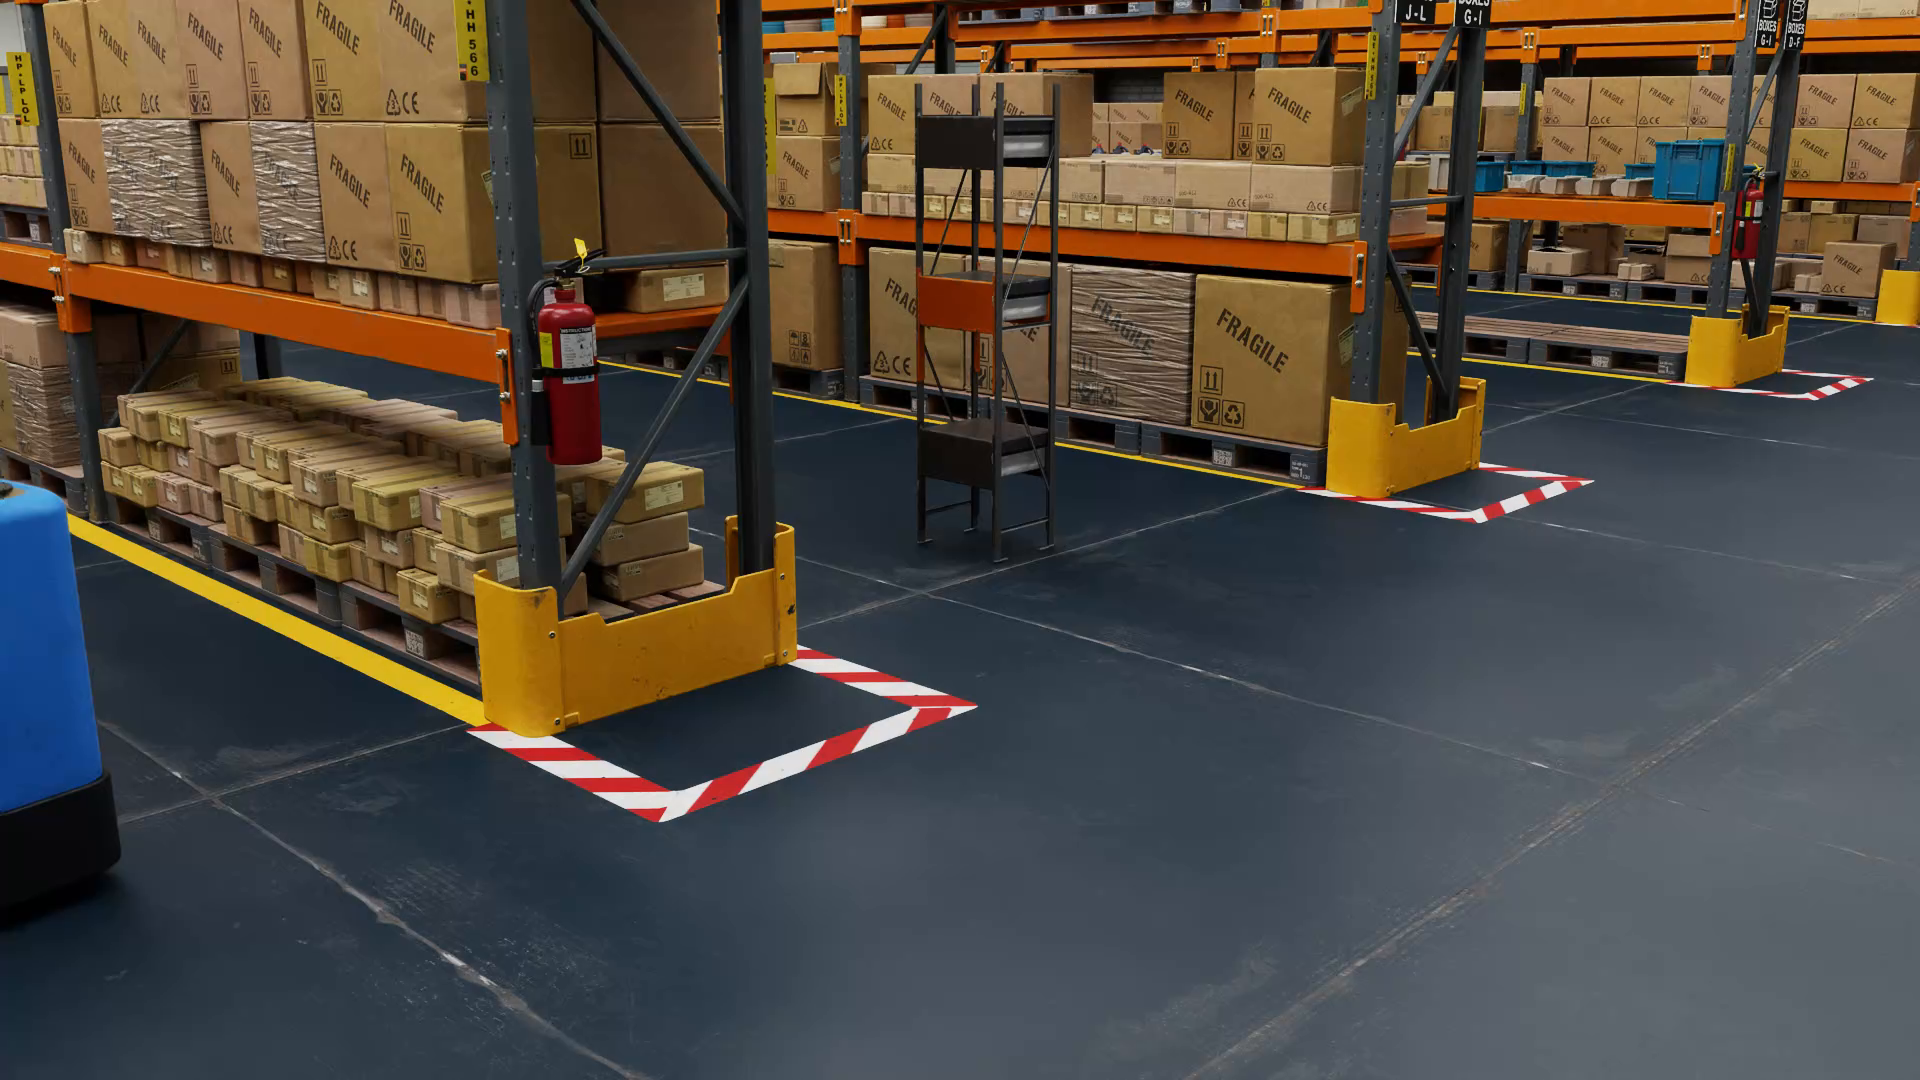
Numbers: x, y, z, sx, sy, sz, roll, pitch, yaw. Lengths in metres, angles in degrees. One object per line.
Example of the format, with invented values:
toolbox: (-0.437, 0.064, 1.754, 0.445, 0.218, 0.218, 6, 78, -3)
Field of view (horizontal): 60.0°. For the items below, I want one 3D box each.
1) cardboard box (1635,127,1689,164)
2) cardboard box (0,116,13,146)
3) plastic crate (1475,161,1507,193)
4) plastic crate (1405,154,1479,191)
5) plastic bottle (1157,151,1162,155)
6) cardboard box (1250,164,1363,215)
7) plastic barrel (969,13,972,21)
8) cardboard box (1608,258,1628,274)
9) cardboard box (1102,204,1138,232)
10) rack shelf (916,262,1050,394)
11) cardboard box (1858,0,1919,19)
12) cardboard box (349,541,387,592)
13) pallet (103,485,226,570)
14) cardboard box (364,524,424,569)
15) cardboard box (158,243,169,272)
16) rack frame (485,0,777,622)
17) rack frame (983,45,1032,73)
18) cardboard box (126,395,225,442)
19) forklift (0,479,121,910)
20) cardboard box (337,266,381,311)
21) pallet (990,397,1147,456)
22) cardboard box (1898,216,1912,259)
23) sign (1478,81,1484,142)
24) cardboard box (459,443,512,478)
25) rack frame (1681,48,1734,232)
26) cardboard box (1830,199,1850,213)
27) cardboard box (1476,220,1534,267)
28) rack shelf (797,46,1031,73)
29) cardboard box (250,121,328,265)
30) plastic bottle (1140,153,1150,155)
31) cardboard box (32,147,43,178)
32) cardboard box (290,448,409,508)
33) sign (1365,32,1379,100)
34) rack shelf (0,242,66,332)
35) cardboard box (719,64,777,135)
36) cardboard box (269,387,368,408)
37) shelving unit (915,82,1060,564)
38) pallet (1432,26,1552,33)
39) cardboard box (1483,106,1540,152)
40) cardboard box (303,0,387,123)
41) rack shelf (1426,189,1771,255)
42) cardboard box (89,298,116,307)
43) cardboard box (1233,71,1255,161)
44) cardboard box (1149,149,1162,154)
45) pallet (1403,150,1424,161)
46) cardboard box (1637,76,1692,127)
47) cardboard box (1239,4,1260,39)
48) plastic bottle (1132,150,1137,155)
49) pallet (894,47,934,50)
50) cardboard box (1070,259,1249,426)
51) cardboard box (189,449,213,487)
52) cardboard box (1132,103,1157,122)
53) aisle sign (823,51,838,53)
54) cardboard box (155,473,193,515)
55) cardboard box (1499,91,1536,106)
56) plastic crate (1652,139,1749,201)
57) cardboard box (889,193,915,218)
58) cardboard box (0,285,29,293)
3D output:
cardboard box: (7.365, -4.032, 17.259, 0.500, 0.500, 0.500, 14, 20, 42)
cardboard box: (-4.740, -2.116, 8.590, 0.250, 0.149, 0.380, 13, 19, 40)
plastic crate: (4.240, -2.962, 13.563, 0.300, 0.233, 0.416, 14, 20, 42)
plastic crate: (3.988, -3.072, 13.889, 0.530, 0.282, 0.437, 14, 20, 42)
plastic bottle: (1.980, -3.734, 16.568, 0.097, 0.271, 0.097, 0, 15, 0)
cardboard box: (1.925, -1.910, 9.020, 0.500, 0.250, 0.500, 13, 20, 41)
plastic barrel: (0.126, -5.717, 17.752, 0.421, 0.512, 0.421, 0, 15, 0)
cardboard box: (7.376, -3.030, 18.392, 0.250, 0.149, 0.380, 14, 20, 42)
cardboard box: (1.050, -1.907, 9.799, 0.250, 0.149, 0.380, 14, 20, 42)
rack shelf: (0.119, -0.974, 7.560, 0.480, 0.518, 0.431, 14, 20, 42)
cardboard box: (8.784, -5.020, 15.599, 0.500, 0.250, 0.500, 14, 20, 42)
cardboard box: (-2.153, 0.073, 6.522, 0.250, 0.149, 0.380, 14, 20, 43)
pallet: (-3.429, -0.159, 8.123, 1.213, 0.211, 1.003, 14, 20, 42)
cardboard box: (-2.010, -0.018, 6.284, 0.250, 0.149, 0.380, 13, 19, 40)
cardboard box: (-3.302, -1.271, 7.360, 0.250, 0.149, 0.380, 13, 19, 40)
rack frame: (-1.057, -0.919, 5.511, 0.127, 3.000, 1.000, 14, 20, 42)
rack frame: (0.699, -5.699, 23.857, 0.127, 3.000, 1.000, 14, 20, 42)
cardboard box: (-3.675, -0.574, 7.827, 0.380, 0.149, 0.250, -13, 20, -41)
forklift: (-3.734, -0.605, 4.442, 3.031, 2.935, 1.130, 9, 17, 32)
cardboard box: (-2.032, -0.935, 6.071, 0.380, 0.149, 0.250, -14, 20, -43)
pallet: (0.954, -0.792, 10.552, 1.213, 0.211, 1.003, 14, 20, 42)
cardboard box: (11.839, -3.685, 20.249, 0.500, 0.500, 0.700, 14, 20, 42)
sign: (2.848, -2.359, 9.162, 0.005, 0.325, 0.100, 14, 20, 42)
cardboard box: (-1.809, -0.306, 6.800, 0.250, 0.149, 0.380, 12, 19, 40)
rack frame: (9.893, -5.199, 21.937, 0.127, 3.000, 1.000, 14, 20, 42)
cardboard box: (11.146, -4.236, 21.080, 0.250, 0.149, 0.380, 14, 20, 43)
cardboard box: (6.278, -3.432, 19.238, 0.500, 0.500, 0.500, 13, 19, 40)
rack shelf: (-0.741, -7.153, 24.913, 4.000, 0.370, 1.077, 14, 20, 42)
cardboard box: (-2.298, -1.322, 6.267, 0.500, 0.500, 0.500, 14, 20, 42)
plastic bottle: (1.786, -3.527, 15.765, 0.135, 0.276, 0.152, 14, 20, 42)
cardboard box: (-4.360, -1.879, 8.269, 0.380, 0.149, 0.250, -14, 20, -42)
cardboard box: (-2.404, -0.248, 6.576, 0.380, 0.149, 0.250, -14, 20, -42)
sign: (2.072, -2.381, 8.354, 0.005, 0.325, 0.100, 14, 20, 42)
rack shelf: (-5.376, -1.621, 9.632, 4.000, 0.370, 1.077, 14, 20, 42)
cardboard box: (-1.373, -3.268, 12.338, 0.637, 0.503, 0.797, 14, 20, 43)
cardboard box: (-3.104, -0.636, 8.065, 0.250, 0.149, 0.380, 13, 20, 42)
shelving unit: (0.119, -0.987, 7.556, 0.503, 2.100, 0.431, 14, 20, 42)
pallet: (6.037, -5.787, 18.616, 1.003, 0.211, 1.213, 14, 20, 42)
cardboard box: (6.272, -4.674, 18.892, 0.500, 0.500, 0.700, 7, 16, 24)
cardboard box: (-1.924, -1.719, 5.809, 0.500, 0.500, 0.500, 13, 19, 40)
rack shelf: (4.456, -2.703, 13.783, 4.000, 0.370, 1.077, 14, 20, 42)
cardboard box: (-4.670, -1.246, 9.402, 0.500, 0.250, 0.500, -14, 20, -43)
cardboard box: (1.940, -2.457, 9.632, 0.500, 0.500, 0.500, 13, 19, 41)
cardboard box: (2.621, -5.091, 22.019, 0.380, 0.149, 0.250, -13, 19, -40)
pallet: (4.981, -4.567, 19.891, 1.213, 0.211, 1.003, 14, 20, 42)
cardboard box: (7.343, -4.518, 17.141, 0.500, 0.500, 0.500, 13, 19, 41)
cardboard box: (3.915, -6.429, 20.510, 0.500, 0.500, 0.910, 14, 20, 42)
plastic bottle: (1.734, -3.784, 16.739, 0.133, 0.283, 0.061, 14, 20, 42)
pallet: (-0.808, -7.466, 24.864, 1.213, 0.211, 1.003, 14, 20, 42)
cardboard box: (1.287, -1.234, 10.099, 0.875, 0.875, 0.875, 14, 20, 42)
cardboard box: (-3.261, -0.354, 7.571, 0.250, 0.149, 0.380, 12, 19, 39)
cardboard box: (3.216, -7.012, 27.665, 0.500, 0.500, 0.500, 14, 20, 42)
aisle sign: (-2.024, -7.722, 26.465, 0.004, 0.787, 0.394, 14, 20, 42)
cardboard box: (-3.491, -0.240, 7.726, 0.250, 0.149, 0.380, 14, 20, 42)
cardboard box: (7.912, -6.157, 23.298, 0.500, 0.250, 0.500, 14, 20, 43)
plastic crate: (5.526, -2.772, 12.432, 0.499, 0.435, 0.616, 14, 20, 42)
cardboard box: (-0.250, -2.222, 11.010, 0.250, 0.149, 0.380, 13, 19, 40)
cardboard box: (-5.775, -1.334, 9.738, 0.500, 0.250, 0.500, 14, 20, 43)
